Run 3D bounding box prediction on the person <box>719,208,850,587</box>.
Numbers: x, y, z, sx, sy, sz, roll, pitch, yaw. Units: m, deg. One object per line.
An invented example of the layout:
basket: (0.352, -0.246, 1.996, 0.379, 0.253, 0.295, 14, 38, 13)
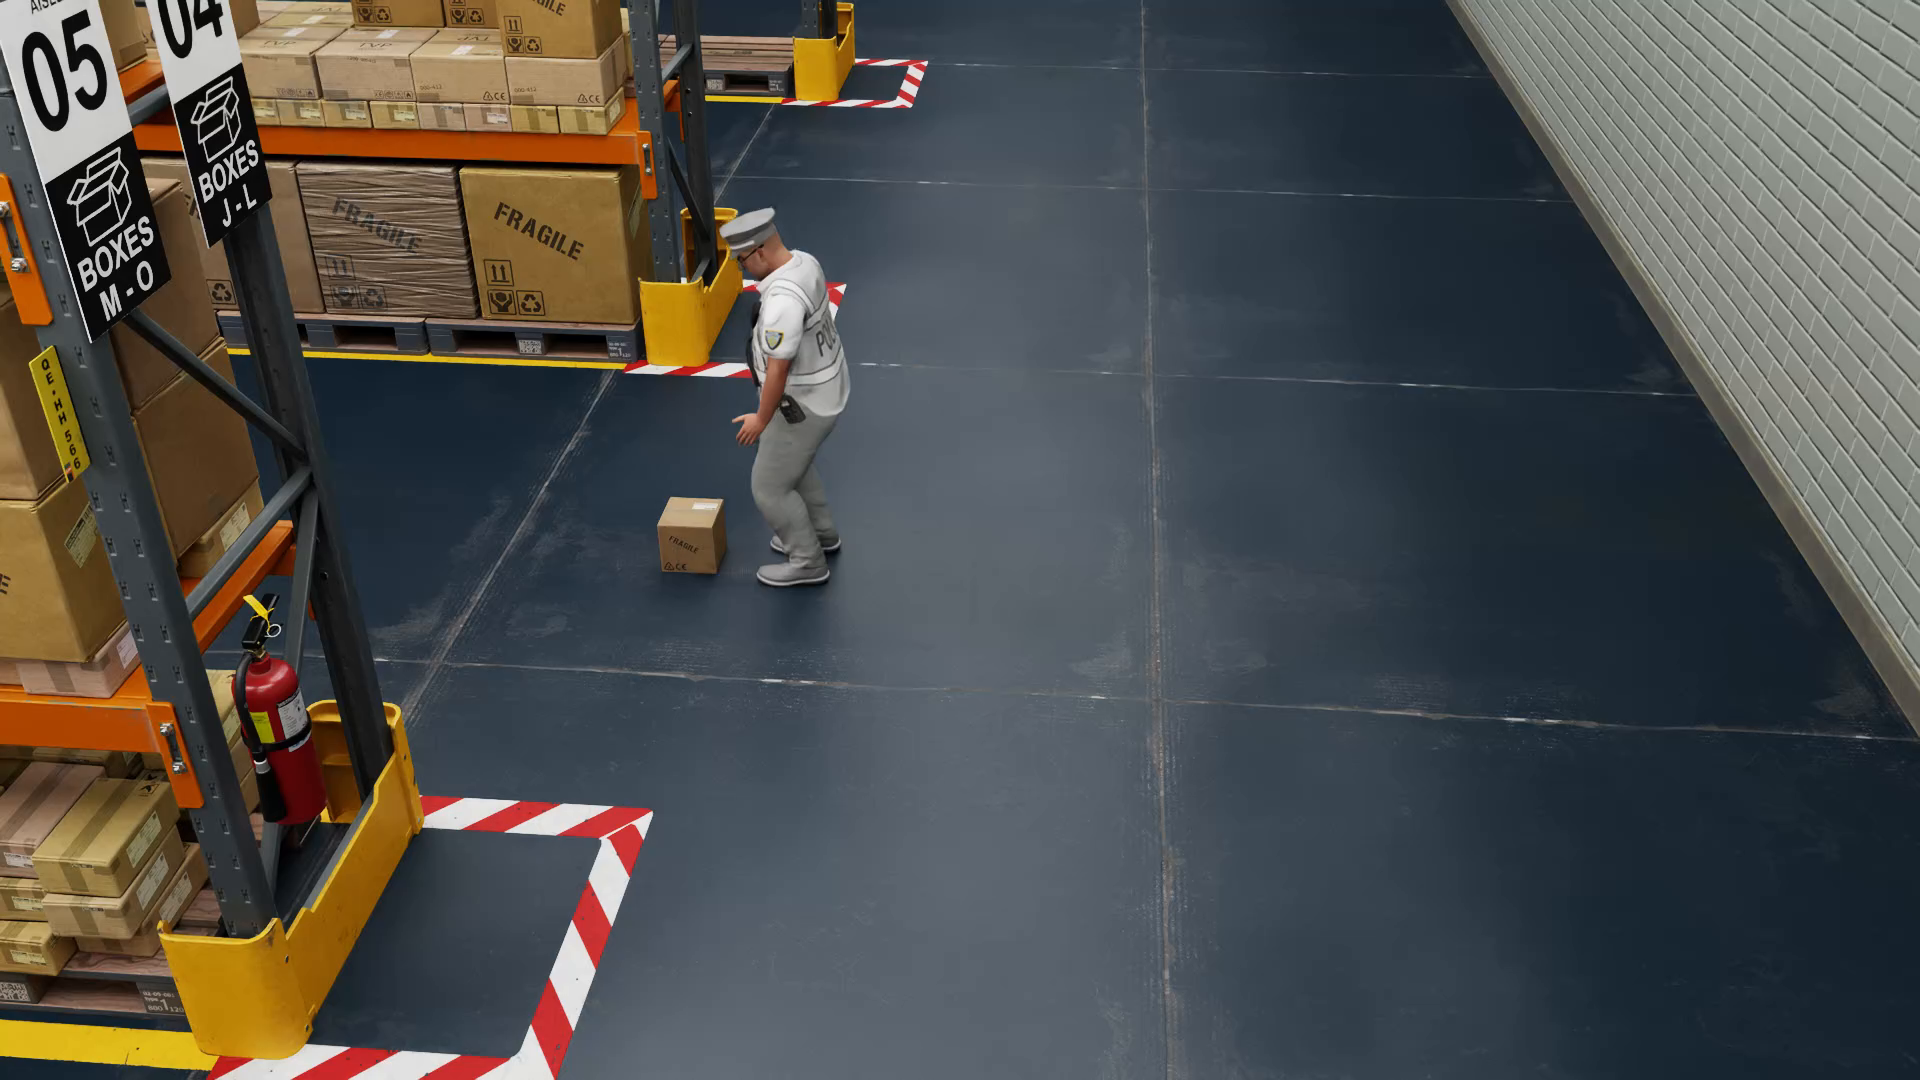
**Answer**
person: (-0.731, -0.594, 7.150, 0.496, 1.701, 0.557, 3, 32, 5)
